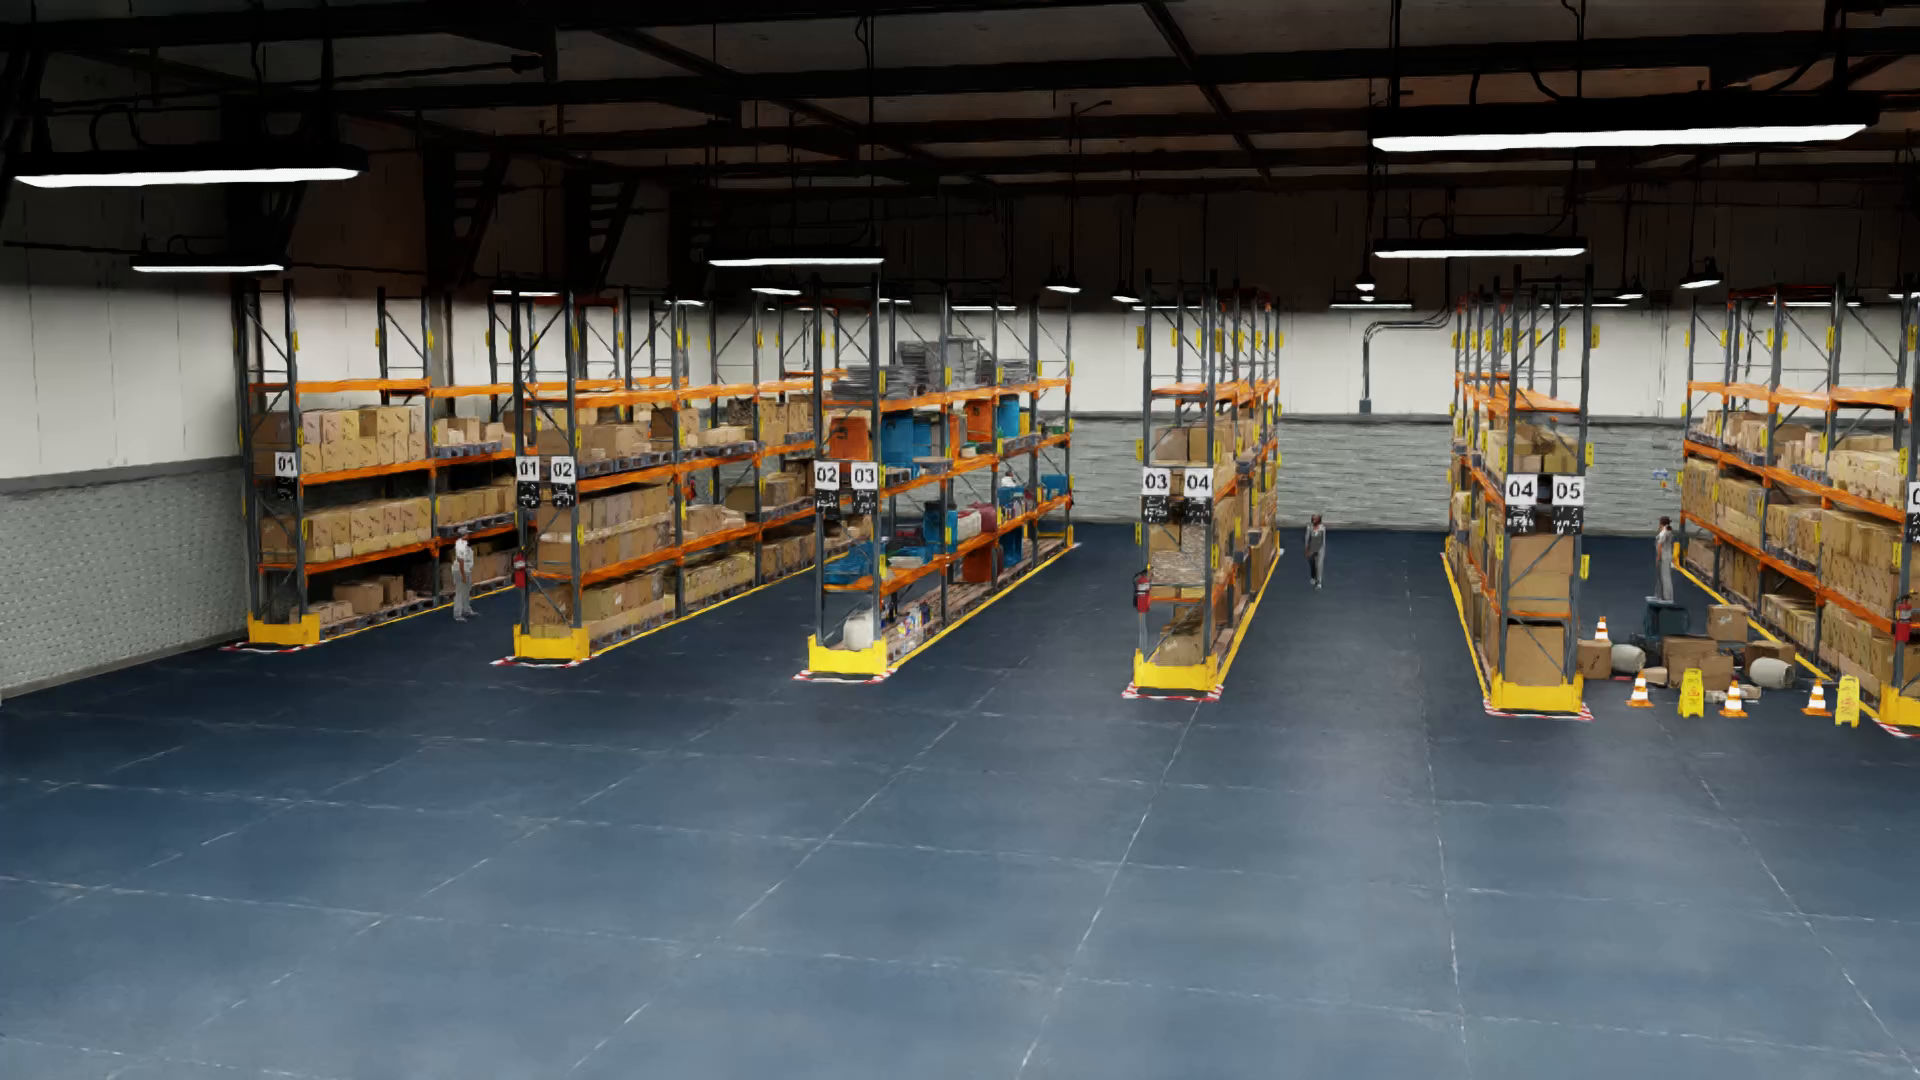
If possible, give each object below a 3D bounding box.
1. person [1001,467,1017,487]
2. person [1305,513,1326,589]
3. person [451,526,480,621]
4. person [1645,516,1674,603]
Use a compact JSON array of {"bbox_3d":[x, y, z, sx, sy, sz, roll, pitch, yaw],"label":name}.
[{"bbox_3d":[1.185,-1.094,43.932,0.626,1.654,0.457,-6,9,-43],"label":"person"},{"bbox_3d":[7.191,0.202,33.681,0.417,1.517,1.032,2,7,16],"label":"person"},{"bbox_3d":[-8.899,0.587,29.884,0.454,1.673,0.578,-2,7,-13],"label":"person"},{"bbox_3d":[13.377,0.363,31.698,0.575,1.665,0.576,5,8,36],"label":"person"}]
